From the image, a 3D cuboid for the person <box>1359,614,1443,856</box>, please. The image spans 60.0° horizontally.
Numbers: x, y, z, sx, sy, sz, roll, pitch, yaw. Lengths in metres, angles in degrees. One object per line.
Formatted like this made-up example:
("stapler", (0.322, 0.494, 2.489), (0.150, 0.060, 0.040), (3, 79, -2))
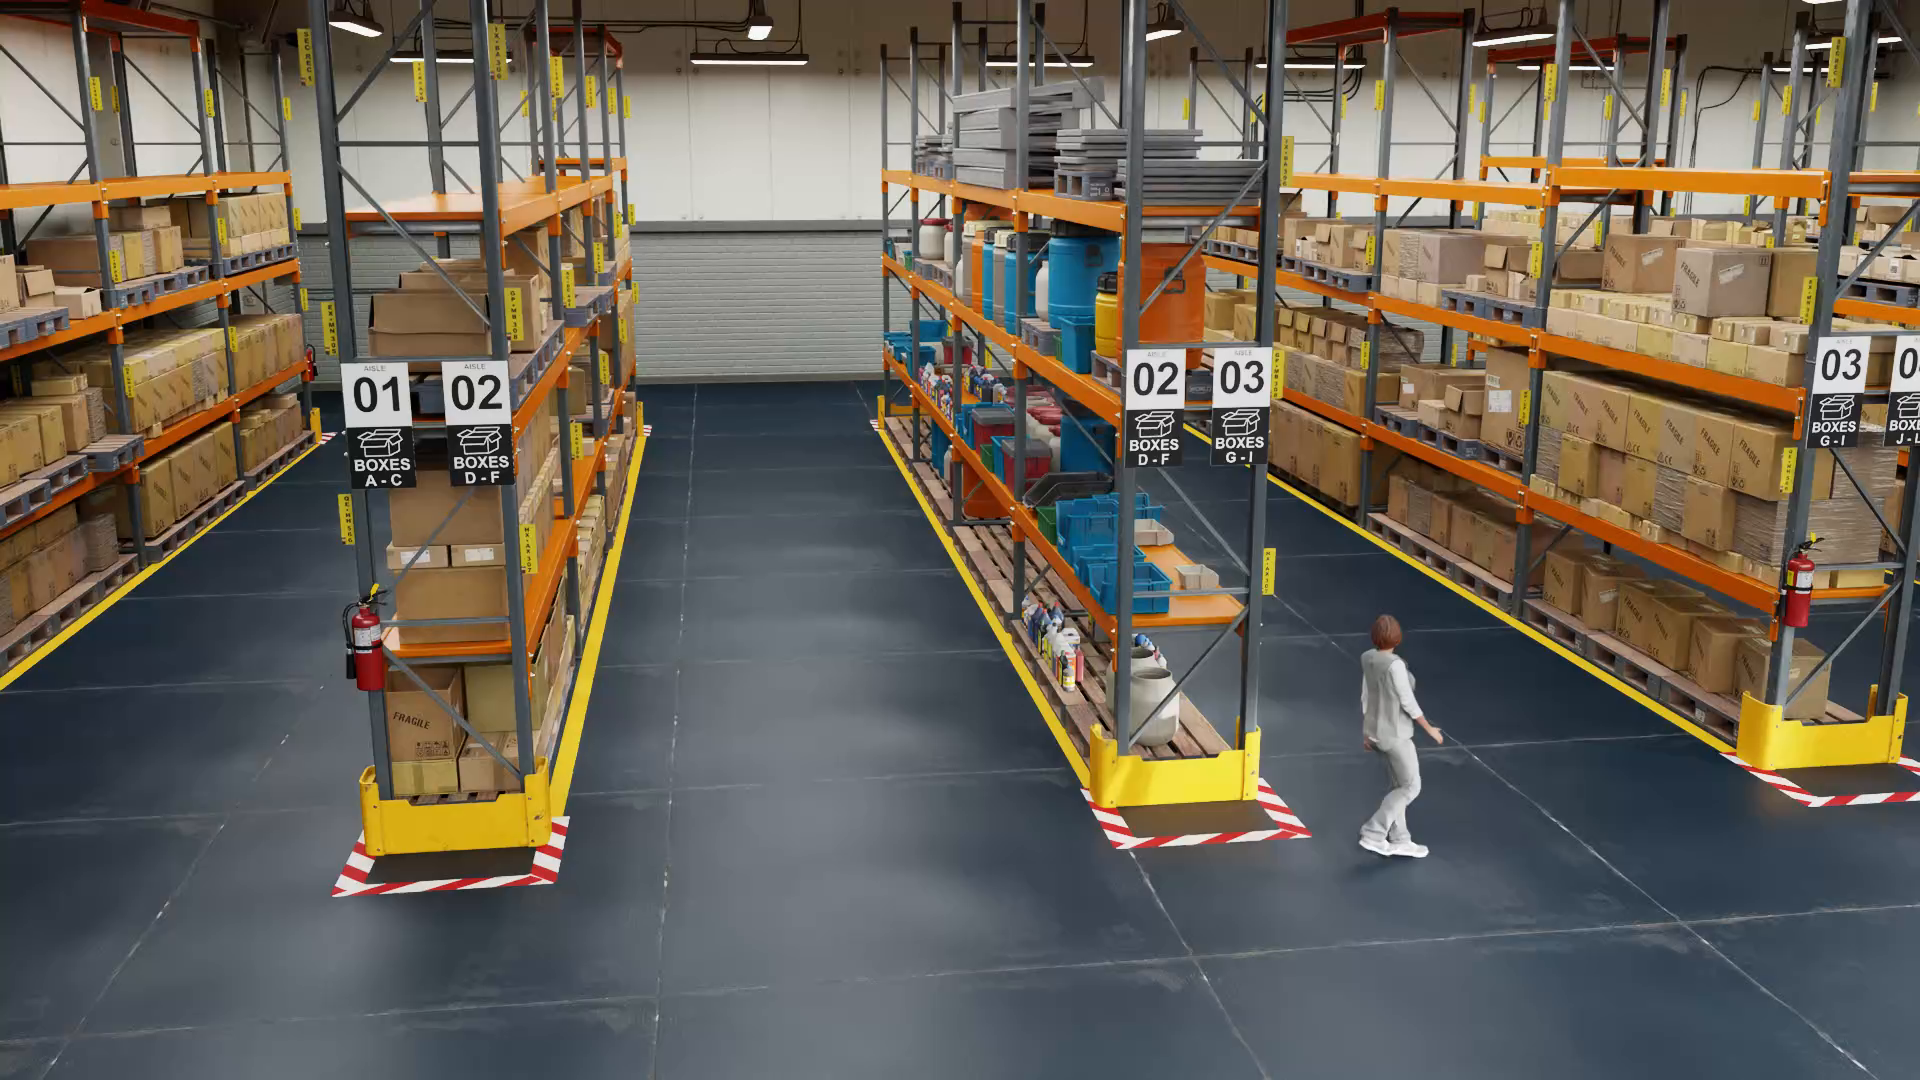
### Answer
("person", (2.786, 1.272, 10.694), (0.530, 1.583, 0.464), (-3, 14, -13))
